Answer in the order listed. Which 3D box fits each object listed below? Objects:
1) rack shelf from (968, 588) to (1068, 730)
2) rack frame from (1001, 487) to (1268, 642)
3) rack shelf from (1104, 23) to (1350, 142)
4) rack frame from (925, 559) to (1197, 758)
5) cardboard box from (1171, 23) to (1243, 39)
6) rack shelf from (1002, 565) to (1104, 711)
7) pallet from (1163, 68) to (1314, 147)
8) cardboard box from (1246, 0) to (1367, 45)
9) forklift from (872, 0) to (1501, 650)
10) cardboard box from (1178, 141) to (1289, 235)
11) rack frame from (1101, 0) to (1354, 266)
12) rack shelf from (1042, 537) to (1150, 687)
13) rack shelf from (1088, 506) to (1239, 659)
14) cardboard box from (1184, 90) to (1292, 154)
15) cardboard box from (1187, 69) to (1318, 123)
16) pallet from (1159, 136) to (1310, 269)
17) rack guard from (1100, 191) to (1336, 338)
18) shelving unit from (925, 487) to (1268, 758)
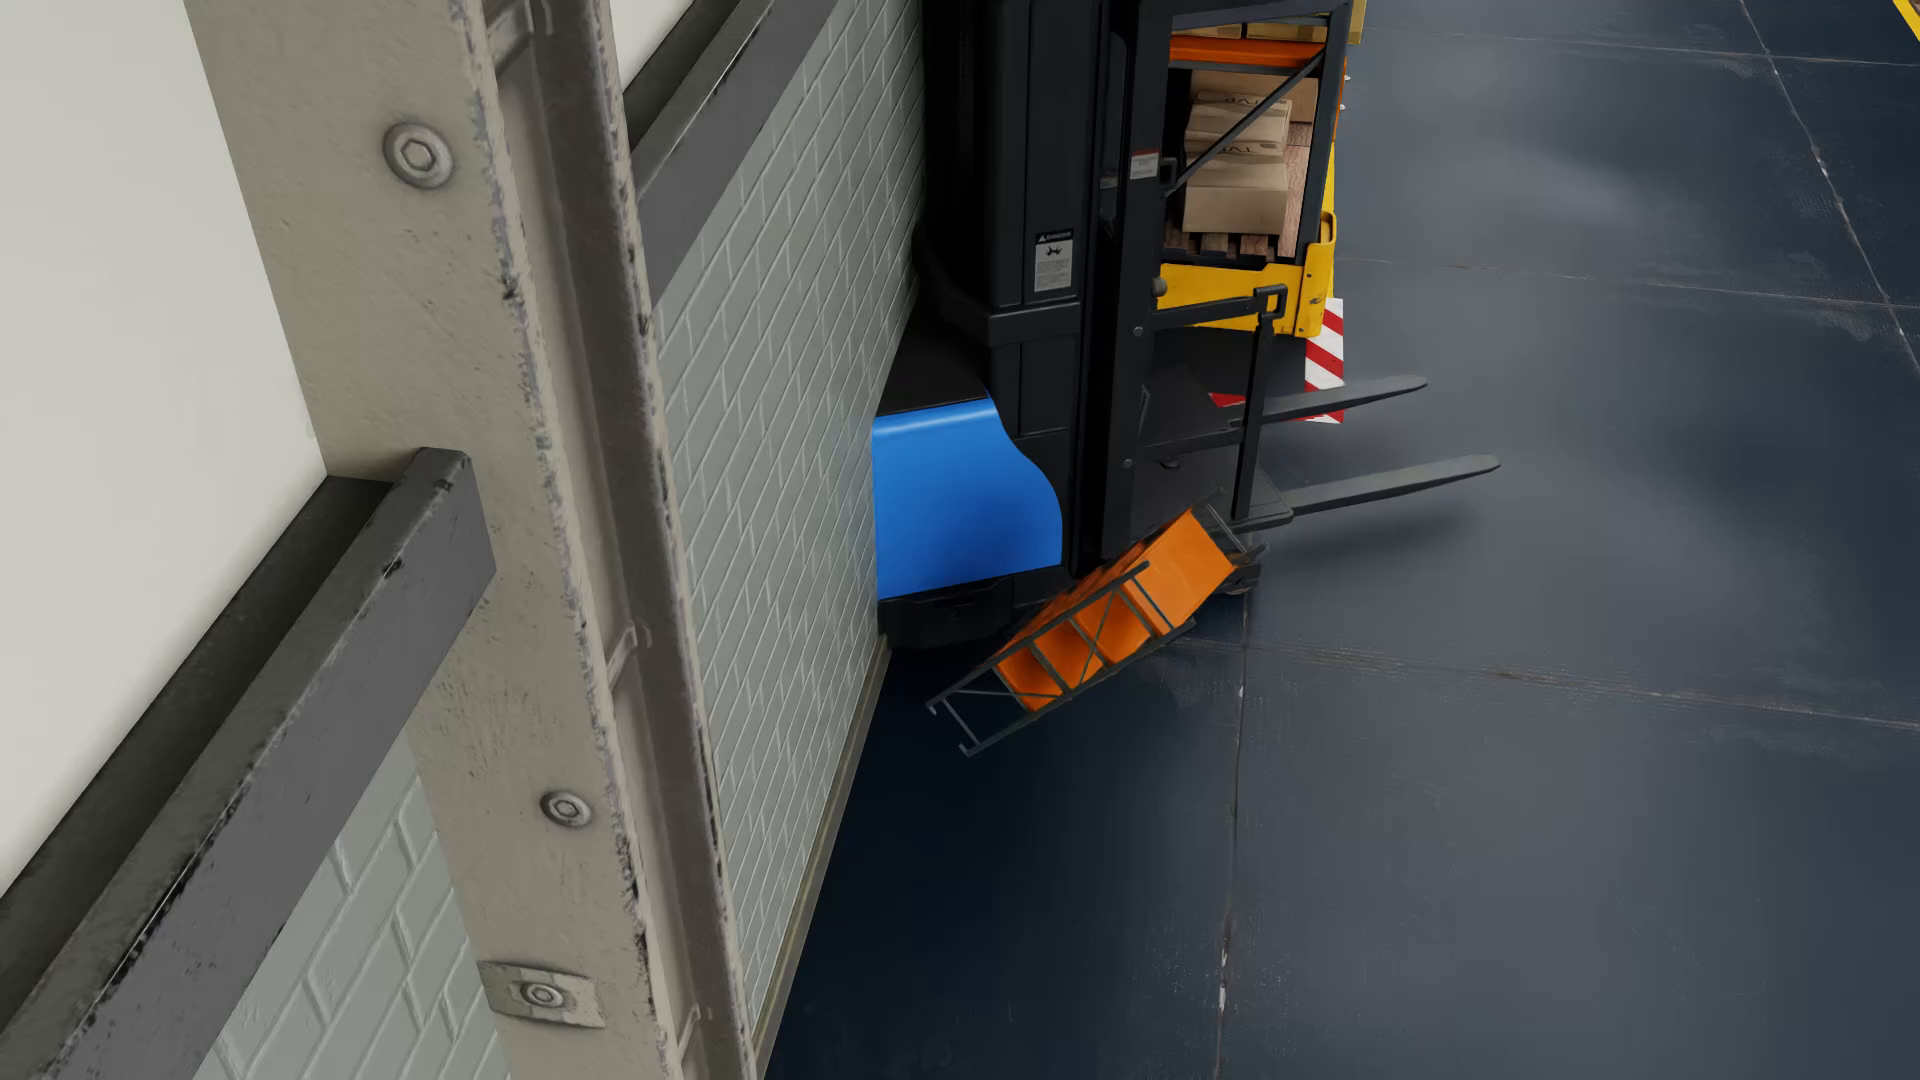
[{"bbox_3d":[0.276,0.404,5.674,0.258,0.148,0.480,52,46,-1],"label":"rack shelf"},{"bbox_3d":[0.559,0.181,5.651,0.240,1.200,0.015,52,46,-1],"label":"rack frame"},{"bbox_3d":[1.501,-3.214,8.848,1.077,0.370,4.000,6,40,8],"label":"rack shelf"},{"bbox_3d":[0.288,0.404,5.313,0.240,1.200,0.015,52,46,-1],"label":"rack frame"},{"bbox_3d":[1.045,-2.501,7.523,0.500,0.250,0.500,7,40,8],"label":"cardboard box"},{"bbox_3d":[0.386,0.321,5.531,0.258,0.148,0.480,52,46,-1],"label":"rack shelf"},{"bbox_3d":[1.557,-2.479,9.583,1.003,0.211,1.213,6,40,8],"label":"pallet"},{"bbox_3d":[1.552,-2.458,7.470,0.500,0.250,0.500,5,40,6],"label":"cardboard box"},{"bbox_3d":[0.662,-1.194,5.894,3.031,2.935,1.130,-11,41,-13],"label":"forklift"},{"bbox_3d":[1.363,-1.794,8.331,0.500,0.311,0.500,2,40,3],"label":"cardboard box"},{"bbox_3d":[1.155,-2.236,7.101,1.000,3.000,0.127,6,40,8],"label":"rack frame"},{"bbox_3d":[0.510,0.227,5.369,0.258,0.148,0.480,52,46,-1],"label":"rack shelf"},{"bbox_3d":[0.641,0.128,5.199,0.258,0.148,0.480,52,46,-1],"label":"rack shelf"},{"bbox_3d":[1.462,-2.152,8.764,0.500,0.311,0.500,10,41,11],"label":"cardboard box"},{"bbox_3d":[1.638,-2.680,9.253,0.700,0.500,0.500,4,40,5],"label":"cardboard box"},{"bbox_3d":[1.343,-1.715,8.659,1.003,0.211,1.213,6,40,8],"label":"pallet"},{"bbox_3d":[1.168,-1.321,7.955,1.175,0.500,0.348,6,40,8],"label":"rack guard"},{"bbox_3d":[0.424,0.293,5.482,0.258,1.200,0.503,52,46,-1],"label":"shelving unit"}]
